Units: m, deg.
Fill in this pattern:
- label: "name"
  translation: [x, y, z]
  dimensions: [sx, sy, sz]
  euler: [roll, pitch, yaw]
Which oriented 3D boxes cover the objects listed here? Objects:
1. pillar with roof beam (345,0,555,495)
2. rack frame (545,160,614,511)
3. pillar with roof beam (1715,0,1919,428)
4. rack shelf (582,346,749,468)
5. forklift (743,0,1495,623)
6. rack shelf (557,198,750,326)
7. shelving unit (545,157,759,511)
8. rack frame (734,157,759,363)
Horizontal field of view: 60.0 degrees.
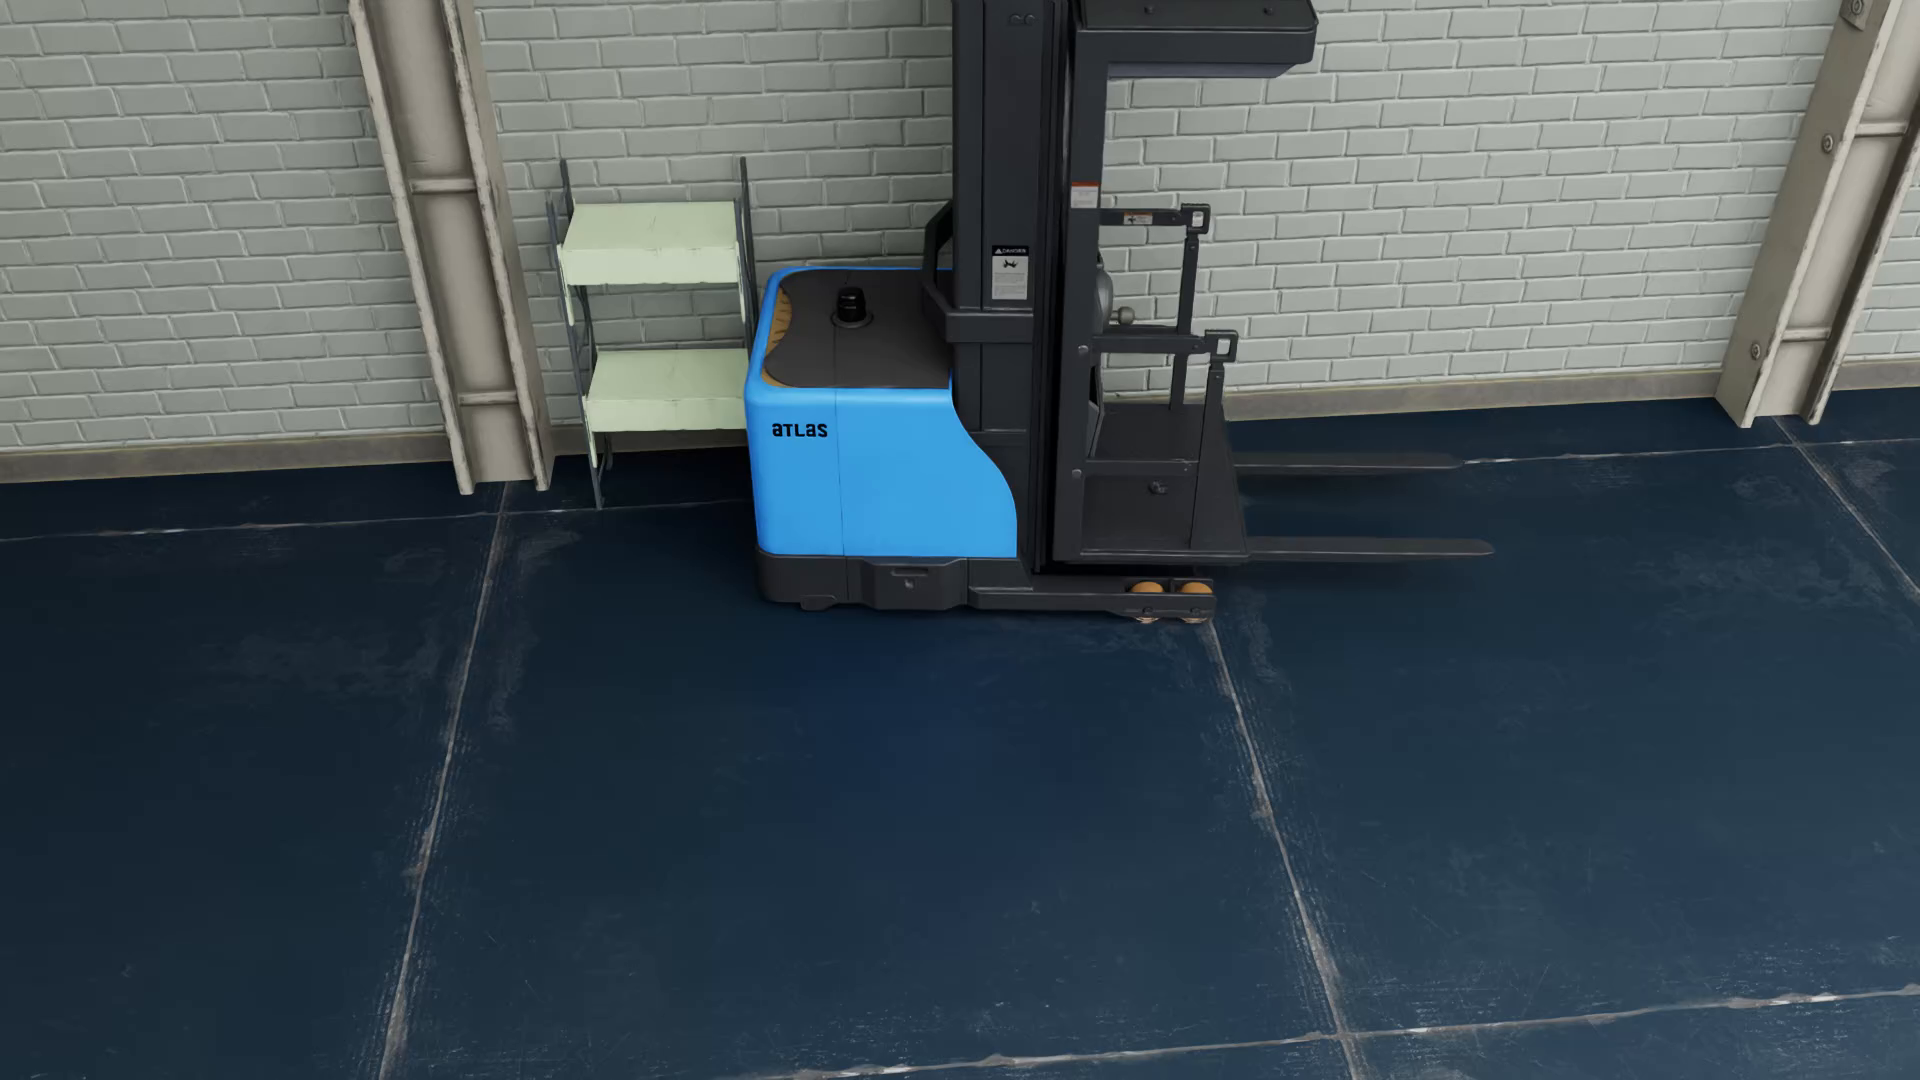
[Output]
- label: "pillar with roof beam"
  translation: [-1.694, -1.187, 1.490]
  dimensions: [0.400, 9.000, 9.100]
  euler: [-3, 38, -4]
- label: "rack frame"
  translation: [-1.614, -0.843, 7.108]
  dimensions: [0.023, 1.500, 0.400]
  euler: [-1, 38, -2]
- label: "pillar with roof beam"
  translation: [4.283, -1.516, 1.907]
  dimensions: [0.400, 9.000, 9.100]
  euler: [-3, 38, -4]
- label: "rack shelf"
  translation: [-1.249, -0.596, 7.321]
  dimensions: [0.720, 0.370, 0.431]
  euler: [-1, 38, -2]
- label: "forklift"
  translation: [0.688, -1.147, 6.338]
  dimensions: [3.031, 2.935, 1.130]
  euler: [1, 38, 1]
- label: "rack shelf"
  translation: [-1.249, -1.158, 6.877]
  dimensions: [0.720, 0.370, 0.431]
  euler: [-1, 38, -2]
- label: "shelving unit"
  translation: [-1.249, -0.852, 7.119]
  dimensions: [0.755, 1.500, 0.431]
  euler: [-1, 38, -2]
- label: "rack frame"
  translation: [-0.883, -0.860, 7.129]
  dimensions: [0.023, 1.500, 0.400]
  euler: [-1, 38, -2]
